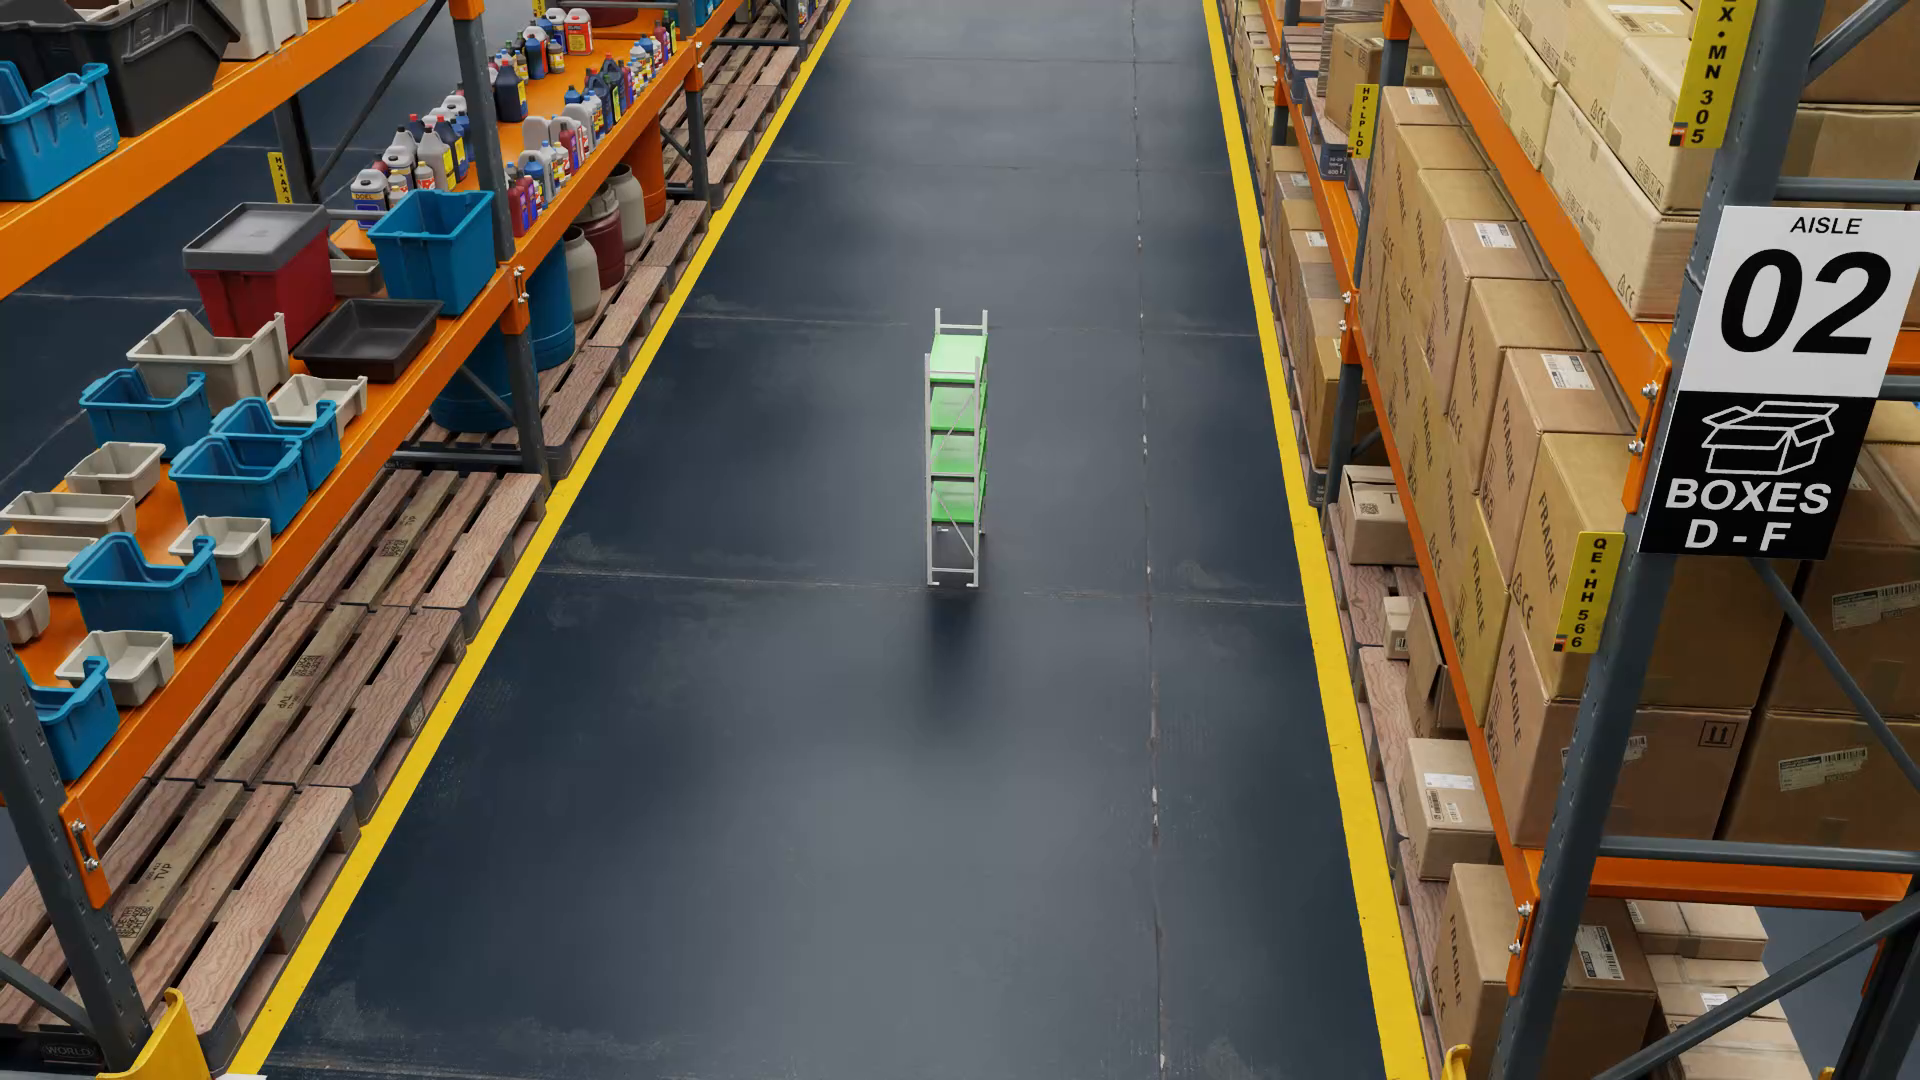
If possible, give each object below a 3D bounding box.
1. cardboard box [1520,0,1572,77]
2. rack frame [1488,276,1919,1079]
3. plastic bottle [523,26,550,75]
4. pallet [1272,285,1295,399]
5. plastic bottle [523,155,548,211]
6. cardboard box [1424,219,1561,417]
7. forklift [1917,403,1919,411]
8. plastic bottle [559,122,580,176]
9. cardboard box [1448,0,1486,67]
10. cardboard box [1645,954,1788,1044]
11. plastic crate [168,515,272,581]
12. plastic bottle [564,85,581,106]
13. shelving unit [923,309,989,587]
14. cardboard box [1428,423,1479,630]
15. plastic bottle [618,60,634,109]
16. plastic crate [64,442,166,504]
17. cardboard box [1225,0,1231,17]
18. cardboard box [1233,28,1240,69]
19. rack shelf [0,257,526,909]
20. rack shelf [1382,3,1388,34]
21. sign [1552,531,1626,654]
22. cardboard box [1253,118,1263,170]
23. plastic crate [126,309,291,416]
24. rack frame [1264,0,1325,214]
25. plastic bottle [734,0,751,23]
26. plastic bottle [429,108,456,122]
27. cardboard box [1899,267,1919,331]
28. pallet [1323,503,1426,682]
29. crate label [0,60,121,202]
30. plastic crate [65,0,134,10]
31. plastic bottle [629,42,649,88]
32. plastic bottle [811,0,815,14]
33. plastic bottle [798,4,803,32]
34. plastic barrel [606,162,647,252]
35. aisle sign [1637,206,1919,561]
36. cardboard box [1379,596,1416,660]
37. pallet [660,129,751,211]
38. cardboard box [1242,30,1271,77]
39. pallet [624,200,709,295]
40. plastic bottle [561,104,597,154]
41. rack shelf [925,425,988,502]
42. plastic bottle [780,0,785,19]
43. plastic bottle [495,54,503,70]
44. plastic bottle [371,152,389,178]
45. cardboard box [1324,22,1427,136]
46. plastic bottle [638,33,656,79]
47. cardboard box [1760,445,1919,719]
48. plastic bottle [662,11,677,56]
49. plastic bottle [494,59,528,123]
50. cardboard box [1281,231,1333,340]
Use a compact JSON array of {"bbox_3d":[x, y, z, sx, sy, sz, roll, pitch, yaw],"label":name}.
[{"bbox_3d":[1.855,-1.444,4.542,0.500,0.250,0.500,2,32,4],"label":"cardboard box"},{"bbox_3d":[1.982,0.784,4.119,1.000,3.000,0.127,2,32,4],"label":"rack frame"},{"bbox_3d":[-2.698,-3.105,10.548,0.152,0.276,0.135,2,32,4],"label":"plastic bottle"},{"bbox_3d":[2.433,-1.187,9.975,1.003,0.211,1.213,2,32,4],"label":"pallet"},{"bbox_3d":[-2.164,-1.822,8.469,0.097,0.271,0.097,0,32,0],"label":"plastic bottle"},{"bbox_3d":[1.864,-0.733,5.532,0.500,0.500,0.500,3,32,6],"label":"cardboard box"},{"bbox_3d":[5.154,-1.183,7.376,1.130,2.935,3.031,22,38,32],"label":"forklift"},{"bbox_3d":[-2.101,-2.109,8.925,0.061,0.283,0.133,2,32,4],"label":"plastic bottle"},{"bbox_3d":[1.935,-1.754,5.521,0.500,0.250,0.500,2,32,4],"label":"cardboard box"},{"bbox_3d":[2.379,1.468,5.290,0.380,0.166,0.250,2,32,4],"label":"cardboard box"},{"bbox_3d":[-2.442,0.023,5.547,0.250,0.136,0.298,2,32,4],"label":"plastic crate"},{"bbox_3d":[-2.208,-2.465,9.513,0.097,0.271,0.097,0,32,0],"label":"plastic bottle"},{"bbox_3d":[-0.013,-0.424,7.795,0.258,1.200,0.503,2,32,4],"label":"shelving unit"},{"bbox_3d":[1.832,-0.036,5.355,0.500,0.500,0.500,3,32,4],"label":"cardboard box"},{"bbox_3d":[-2.004,-2.736,9.941,0.061,0.283,0.133,2,32,4],"label":"plastic bottle"},{"bbox_3d":[-3.026,-0.230,5.958,0.298,0.136,0.250,2,32,4],"label":"plastic crate"},{"bbox_3d":[2.856,-5.274,16.169,0.500,0.250,0.500,2,32,4],"label":"cardboard box"},{"bbox_3d":[2.679,-4.299,14.587,0.500,0.250,0.500,2,32,3],"label":"cardboard box"},{"bbox_3d":[-2.792,-0.169,6.351,1.077,0.370,4.000,2,32,4],"label":"rack shelf"},{"bbox_3d":[2.471,-3.324,8.611,1.077,0.370,4.000,2,32,4],"label":"rack shelf"},{"bbox_3d":[1.431,0.122,3.787,0.100,0.325,0.005,2,32,4],"label":"sign"},{"bbox_3d":[2.472,-2.963,12.419,0.500,0.250,0.500,2,32,3],"label":"cardboard box"},{"bbox_3d":[-2.937,-0.706,6.592,0.437,0.282,0.530,2,32,4],"label":"plastic crate"},{"bbox_3d":[2.634,-3.399,10.907,1.000,3.000,0.127,2,32,4],"label":"rack frame"},{"bbox_3d":[-2.069,-5.107,15.783,0.144,0.351,0.185,2,32,4],"label":"plastic bottle"},{"bbox_3d":[-2.837,-2.213,9.101,0.152,0.276,0.135,2,32,4],"label":"plastic bottle"},{"bbox_3d":[2.277,-0.687,3.789,0.500,0.250,0.500,2,32,4],"label":"cardboard box"},{"bbox_3d":[2.251,0.239,7.662,1.003,0.211,1.213,2,32,4],"label":"pallet"},{"bbox_3d":[-2.557,-1.112,4.478,0.408,0.251,0.502,2,32,4],"label":"crate label"},{"bbox_3d":[-3.003,-2.105,6.071,0.497,0.269,0.590,2,32,4],"label":"plastic crate"},{"bbox_3d":[-1.989,-2.944,10.291,0.097,0.271,0.097,0,32,0],"label":"plastic bottle"},{"bbox_3d":[-1.483,-5.267,16.043,0.144,0.351,0.185,1,32,2],"label":"plastic bottle"},{"bbox_3d":[-1.515,-4.878,15.487,0.097,0.271,0.097,0,32,0],"label":"plastic bottle"},{"bbox_3d":[-2.283,-2.177,10.894,0.421,0.512,0.421,0,32,0],"label":"plastic barrel"},{"bbox_3d":[1.671,-0.300,3.400,0.394,0.787,0.004,2,32,4],"label":"aisle sign"},{"bbox_3d":[1.998,0.374,7.065,0.380,0.166,0.250,2,32,4],"label":"cardboard box"},{"bbox_3d":[-2.201,-2.829,12.639,1.003,0.211,1.213,2,32,4],"label":"pallet"},{"bbox_3d":[2.590,-4.000,13.568,0.500,0.311,0.500,1,32,2],"label":"cardboard box"},{"bbox_3d":[-2.326,-2.012,11.313,1.003,0.211,1.213,2,32,4],"label":"pallet"},{"bbox_3d":[-2.117,-2.299,9.240,0.152,0.276,0.135,2,32,4],"label":"plastic bottle"},{"bbox_3d":[-0.013,-0.370,7.828,0.258,0.148,0.480,2,32,4],"label":"rack shelf"},{"bbox_3d":[-1.642,-5.174,15.893,0.144,0.351,0.185,2,32,4],"label":"plastic bottle"},{"bbox_3d":[-2.772,-2.803,10.061,0.097,0.271,0.097,0,32,0],"label":"plastic bottle"},{"bbox_3d":[-2.945,-1.814,8.446,0.061,0.283,0.133,2,32,4],"label":"plastic bottle"},{"bbox_3d":[2.390,-2.455,8.880,0.700,0.500,0.500,-5,32,-9],"label":"cardboard box"},{"bbox_3d":[-1.973,-3.046,10.456,0.097,0.271,0.097,0,32,0],"label":"plastic bottle"},{"bbox_3d":[2.281,0.095,4.188,0.500,0.500,0.500,3,32,5],"label":"cardboard box"},{"bbox_3d":[-1.911,-3.333,10.911,0.061,0.283,0.133,2,32,4],"label":"plastic bottle"},{"bbox_3d":[-2.628,-2.635,9.713,0.144,0.351,0.185,2,32,4],"label":"plastic bottle"},{"bbox_3d":[2.191,-1.487,9.768,0.500,0.500,0.500,1,32,2],"label":"cardboard box"}]
